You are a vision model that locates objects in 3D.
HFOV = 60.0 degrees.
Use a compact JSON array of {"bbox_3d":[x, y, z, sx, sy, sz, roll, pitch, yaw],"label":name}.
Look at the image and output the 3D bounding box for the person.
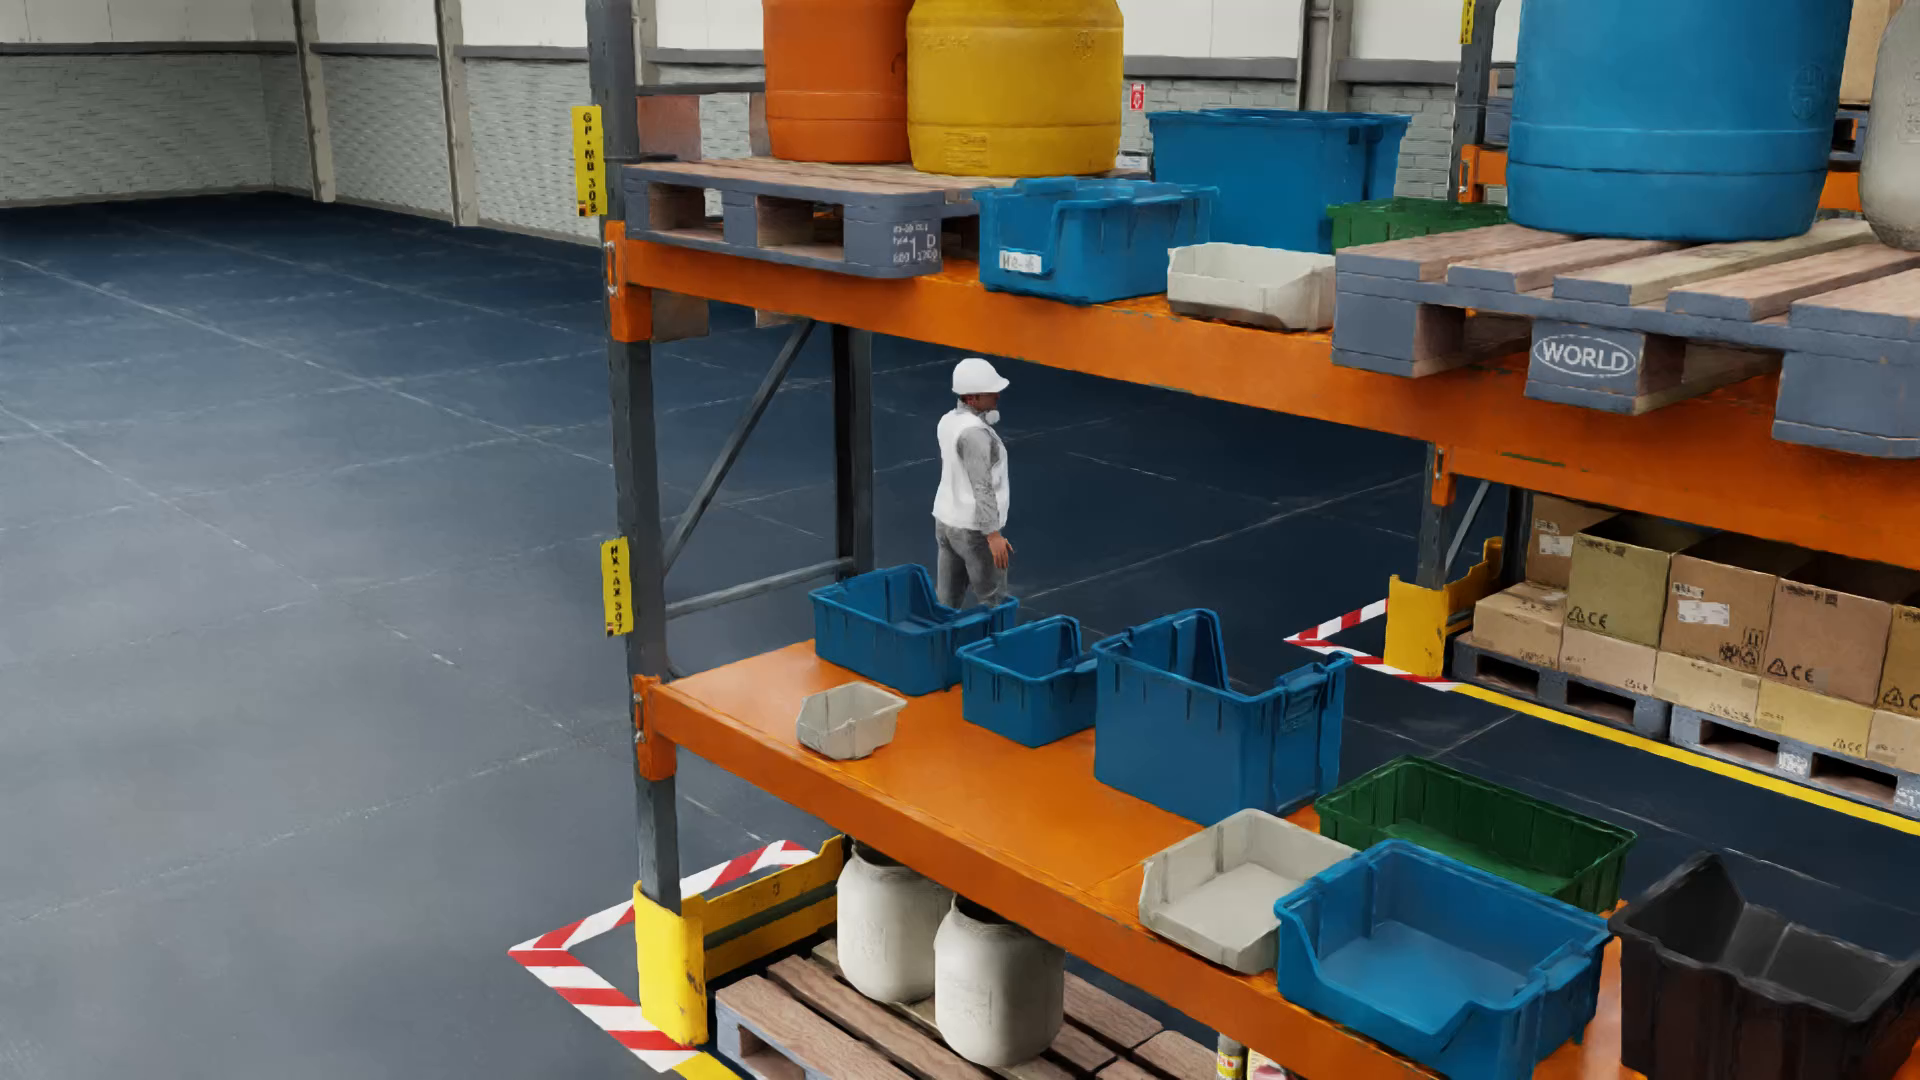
[{"bbox_3d":[0.121,-0.085,8.696,0.578,1.770,0.640,-7,19,-22],"label":"person"}]
